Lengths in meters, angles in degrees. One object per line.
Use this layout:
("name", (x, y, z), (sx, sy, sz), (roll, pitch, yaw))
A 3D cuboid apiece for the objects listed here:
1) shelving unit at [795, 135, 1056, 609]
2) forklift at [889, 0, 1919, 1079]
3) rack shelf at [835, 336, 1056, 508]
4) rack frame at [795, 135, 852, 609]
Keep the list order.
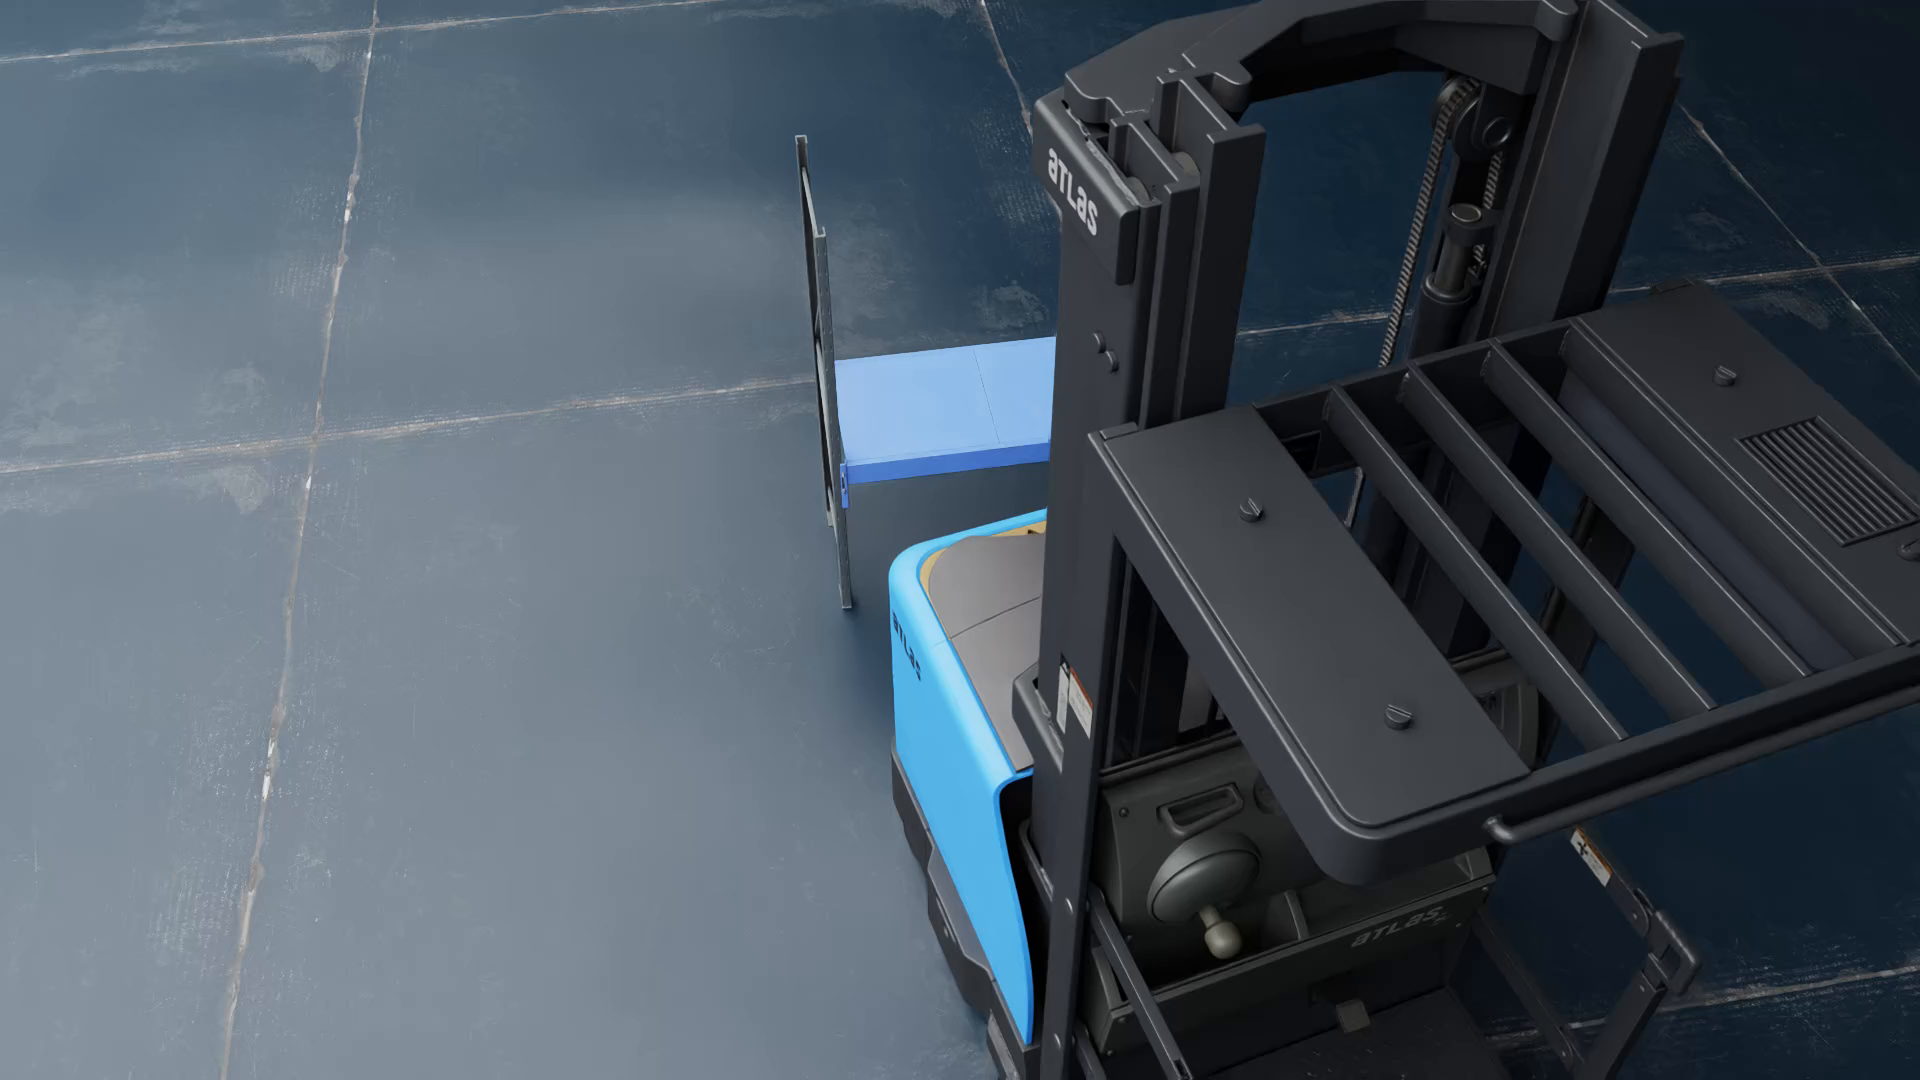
("shelving unit", (0.084, -0.531, 5.220), (1.048, 1.500, 0.538), (-7, 46, -7))
("forklift", (0.802, 0.623, 3.115), (1.130, 2.935, 3.031), (-15, 48, -14))
("rack shelf", (0.084, -0.406, 5.350), (1.000, 0.185, 0.538), (-7, 46, -7))
("rack frame", (-0.417, -0.468, 5.160), (0.032, 1.500, 0.500), (-7, 46, -7))
